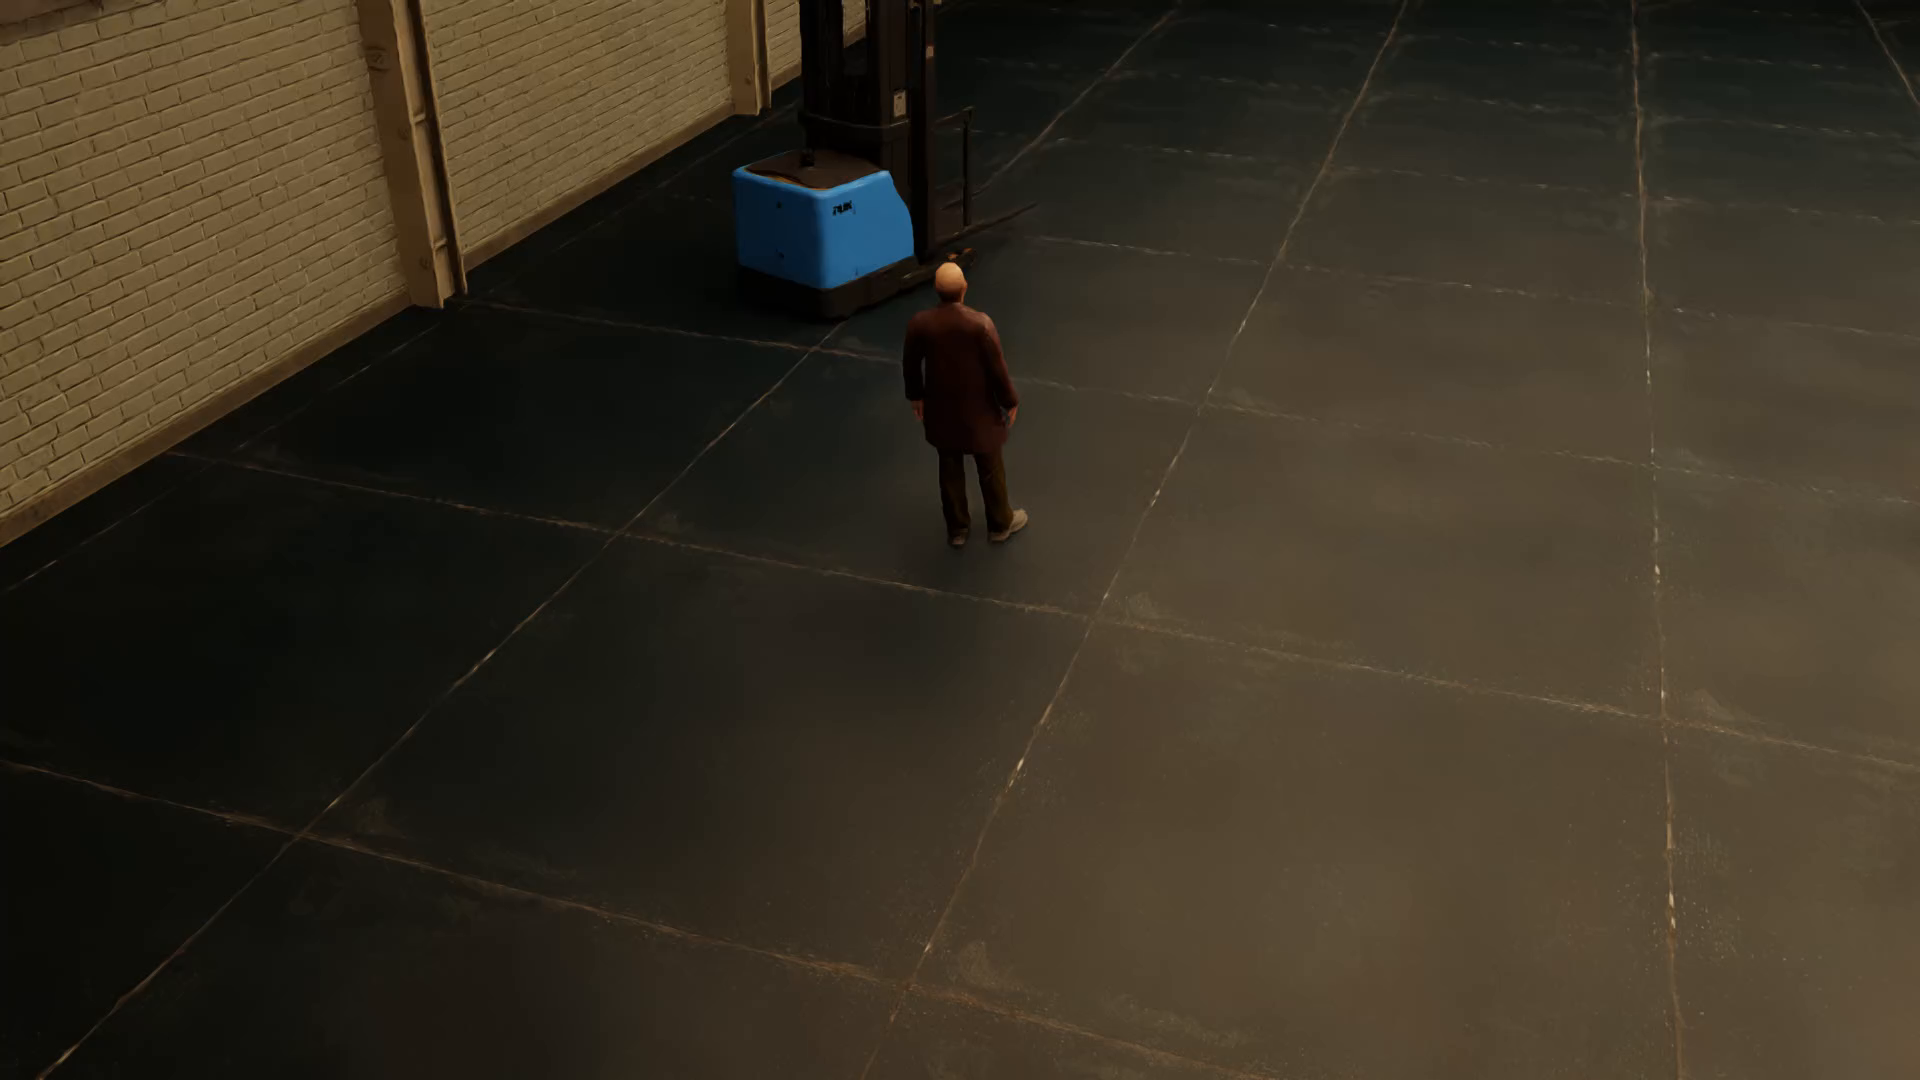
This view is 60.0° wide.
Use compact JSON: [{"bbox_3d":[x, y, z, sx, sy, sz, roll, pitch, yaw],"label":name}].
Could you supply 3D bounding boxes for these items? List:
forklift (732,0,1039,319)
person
[{"bbox_3d":[-0.491,-3.662,13.561,1.130,2.935,3.031,22,36,33],"label":"forklift"},{"bbox_3d":[0.034,-0.821,9.726,0.694,1.776,0.580,10,31,16],"label":"person"}]
